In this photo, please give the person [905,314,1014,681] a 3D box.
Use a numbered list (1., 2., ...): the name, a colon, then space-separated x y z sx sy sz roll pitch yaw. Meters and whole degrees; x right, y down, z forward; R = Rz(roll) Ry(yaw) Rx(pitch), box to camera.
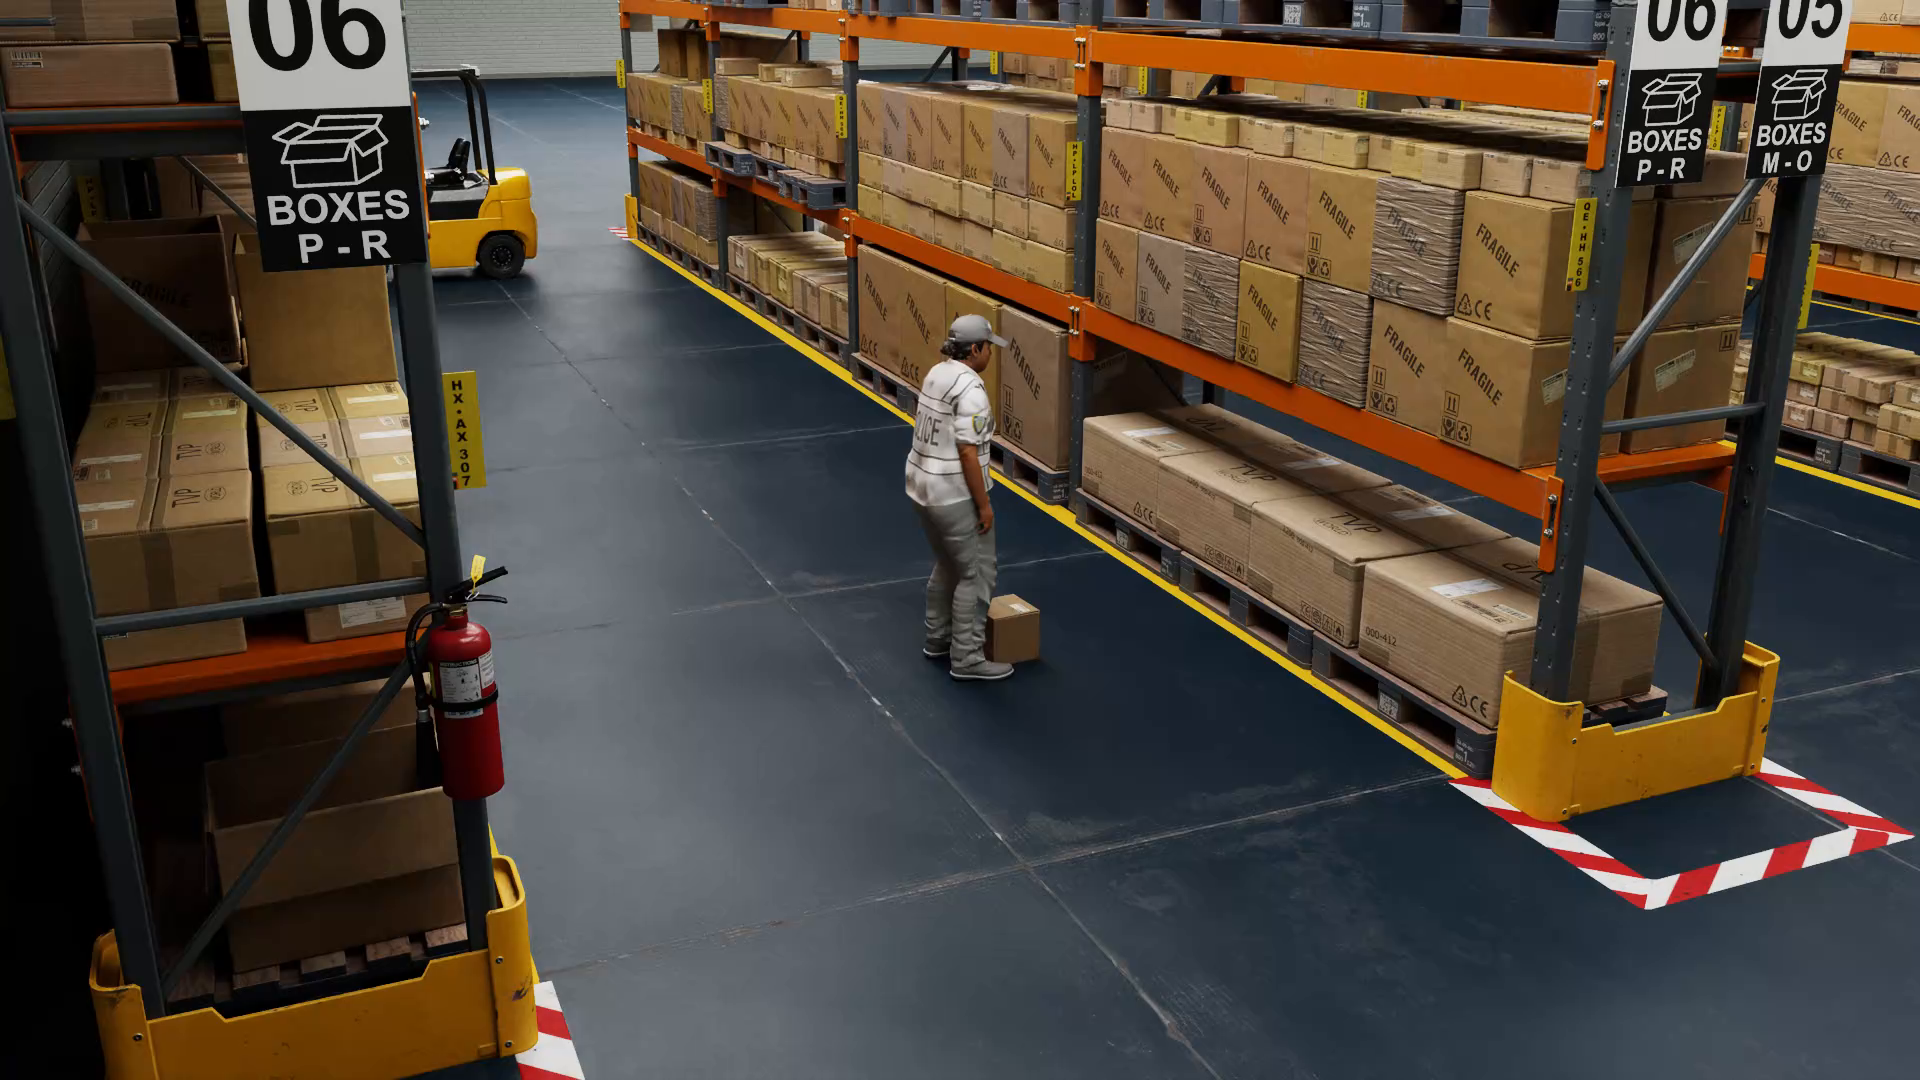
1. person: 0.008 -0.203 7.645 0.467 1.665 0.538 -8 21 -23
